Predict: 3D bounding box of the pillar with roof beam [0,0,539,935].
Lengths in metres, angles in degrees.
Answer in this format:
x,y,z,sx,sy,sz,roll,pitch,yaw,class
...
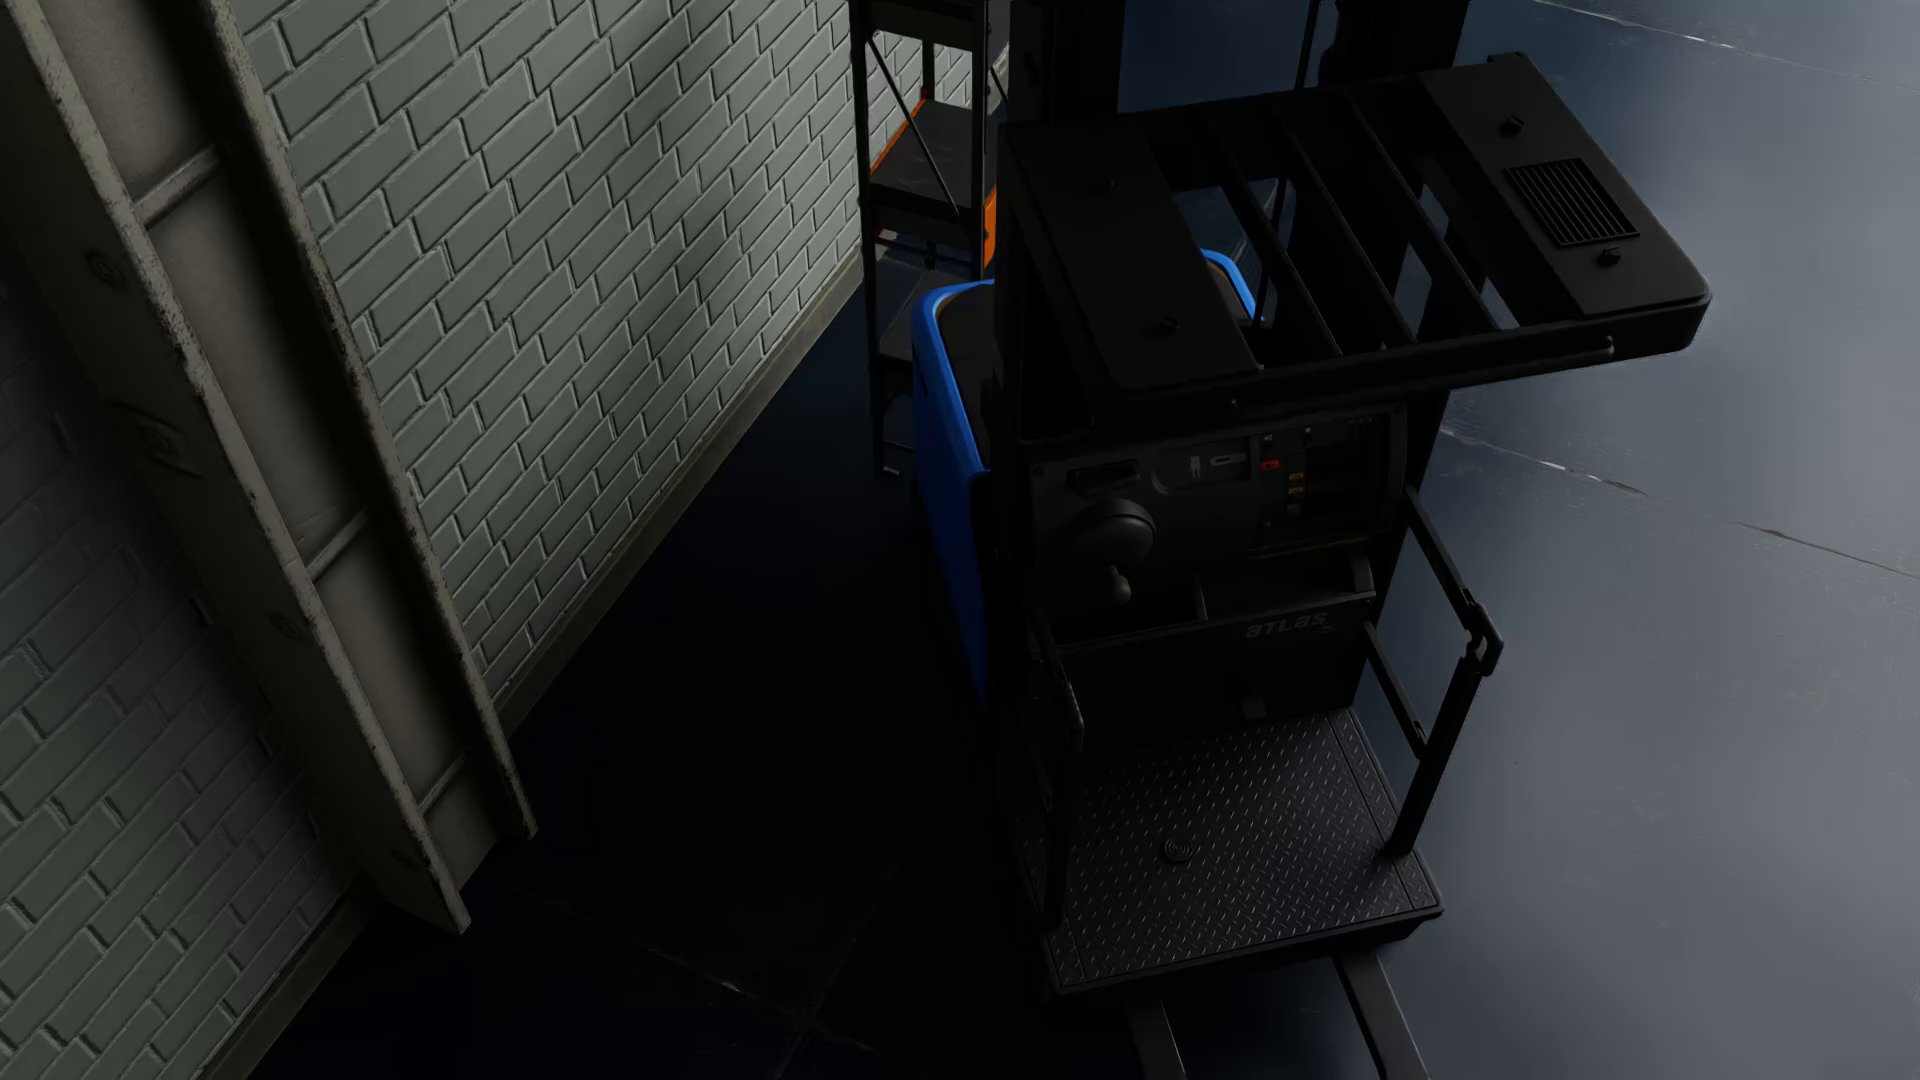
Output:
x,y,z,sx,sy,sz,roll,pitch,yaw,class
2.402,-0.563,0.321,9.100,9.000,0.400,20,52,16,pillar with roof beam

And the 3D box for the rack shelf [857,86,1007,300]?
x,y,z,sx,sy,sz,roll,pitch,yaw,class
-0.024,-1.044,5.278,0.431,0.518,0.480,18,52,14,rack shelf

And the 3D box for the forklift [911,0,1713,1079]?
x,y,z,sx,sy,sz,roll,pitch,yaw,class
0.667,0.010,3.817,1.130,2.935,3.031,-10,50,-8,forklift

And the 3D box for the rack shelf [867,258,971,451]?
x,y,z,sx,sy,sz,roll,pitch,yaw,class
-0.024,-0.591,5.811,0.431,0.518,0.480,18,52,14,rack shelf

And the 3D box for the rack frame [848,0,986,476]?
x,y,z,sx,sy,sz,roll,pitch,yaw,class
-0.117,-0.881,5.121,0.400,2.100,0.015,18,52,14,rack frame

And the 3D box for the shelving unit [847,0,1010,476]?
x,y,z,sx,sy,sz,roll,pitch,yaw,class
-0.024,-1.053,5.267,0.431,2.100,0.503,18,52,14,shelving unit

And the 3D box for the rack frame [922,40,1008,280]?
x,y,z,sx,sy,sz,roll,pitch,yaw,class
0.070,-1.225,5.413,0.400,2.100,0.015,18,52,14,rack frame

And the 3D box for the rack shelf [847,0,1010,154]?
x,y,z,sx,sy,sz,roll,pitch,yaw,class
-0.024,-1.498,4.745,0.431,0.518,0.480,18,52,14,rack shelf
